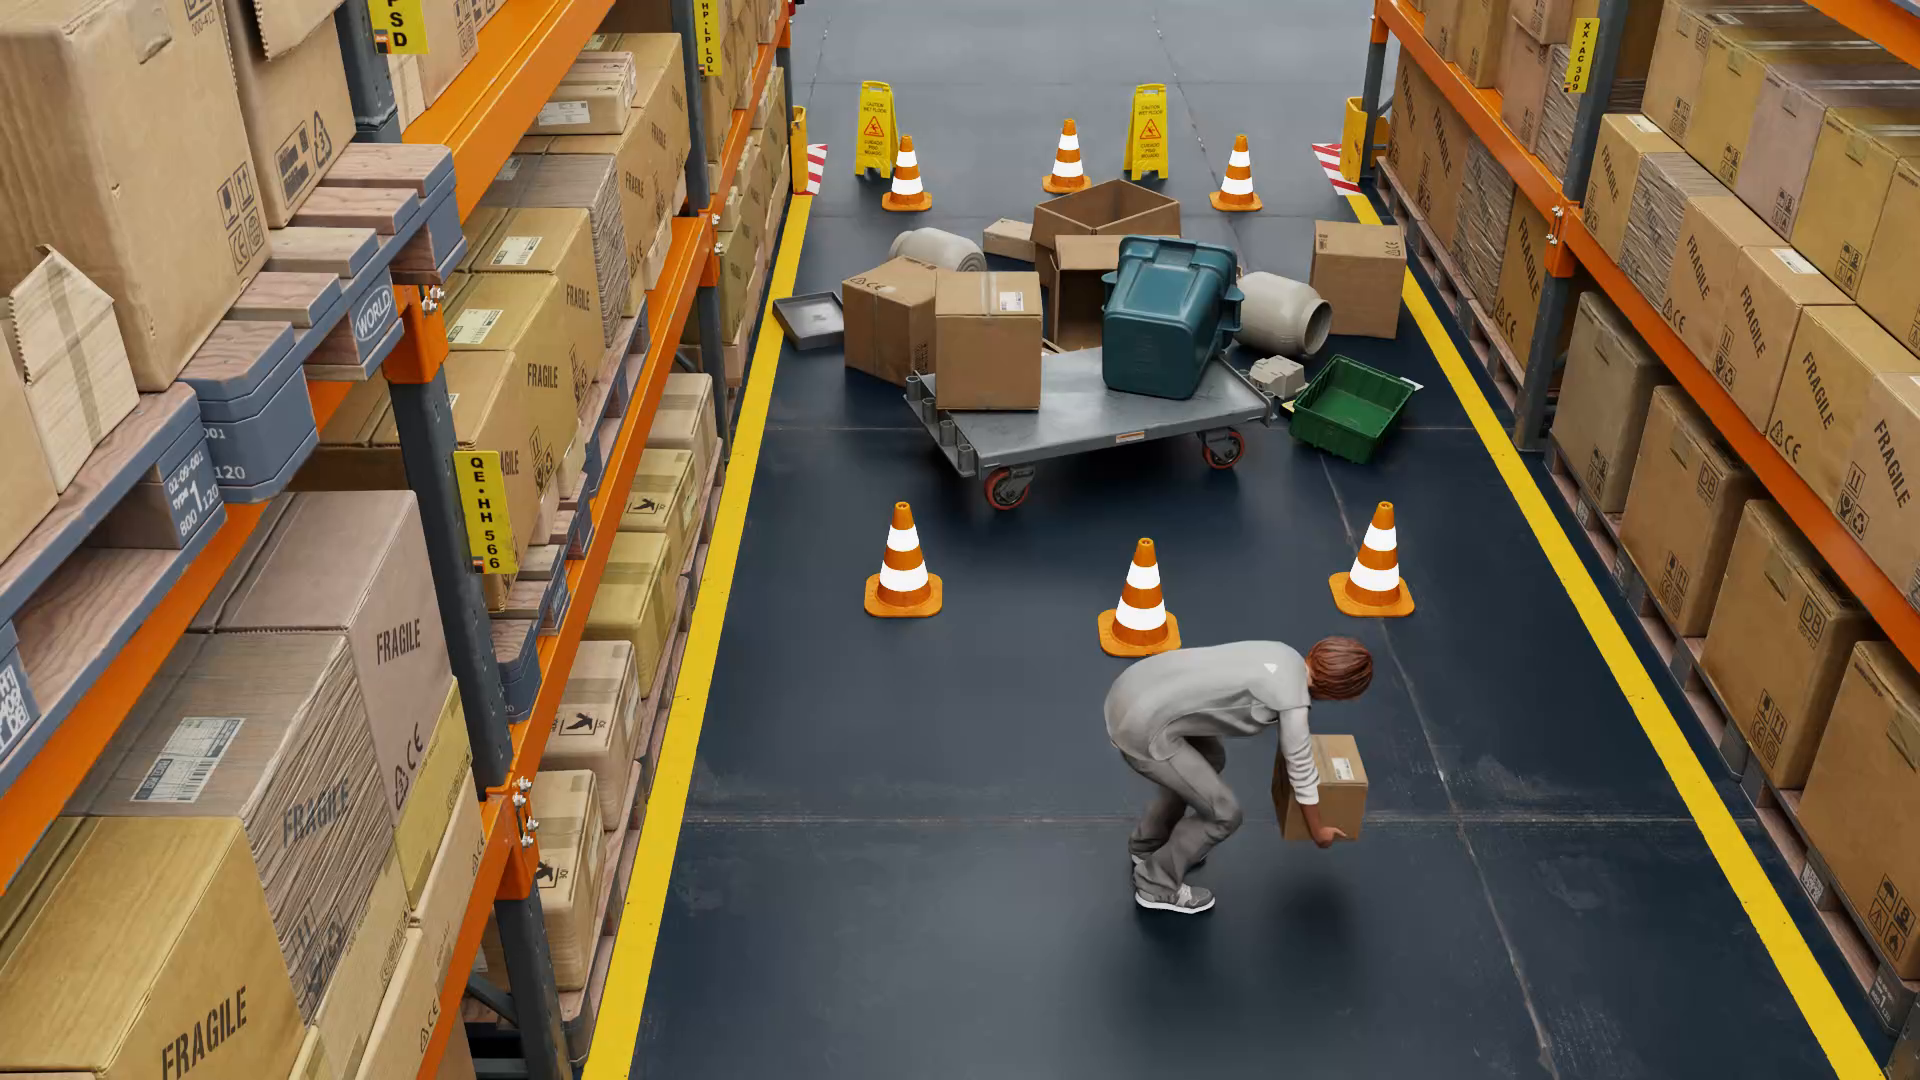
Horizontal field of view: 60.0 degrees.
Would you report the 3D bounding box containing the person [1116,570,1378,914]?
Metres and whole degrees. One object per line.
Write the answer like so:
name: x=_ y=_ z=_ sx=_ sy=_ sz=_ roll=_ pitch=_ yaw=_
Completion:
person: x=0.902 y=0.656 z=5.430 sx=0.798 sy=1.245 sz=0.387 roll=-1 pitch=32 yaw=-2
